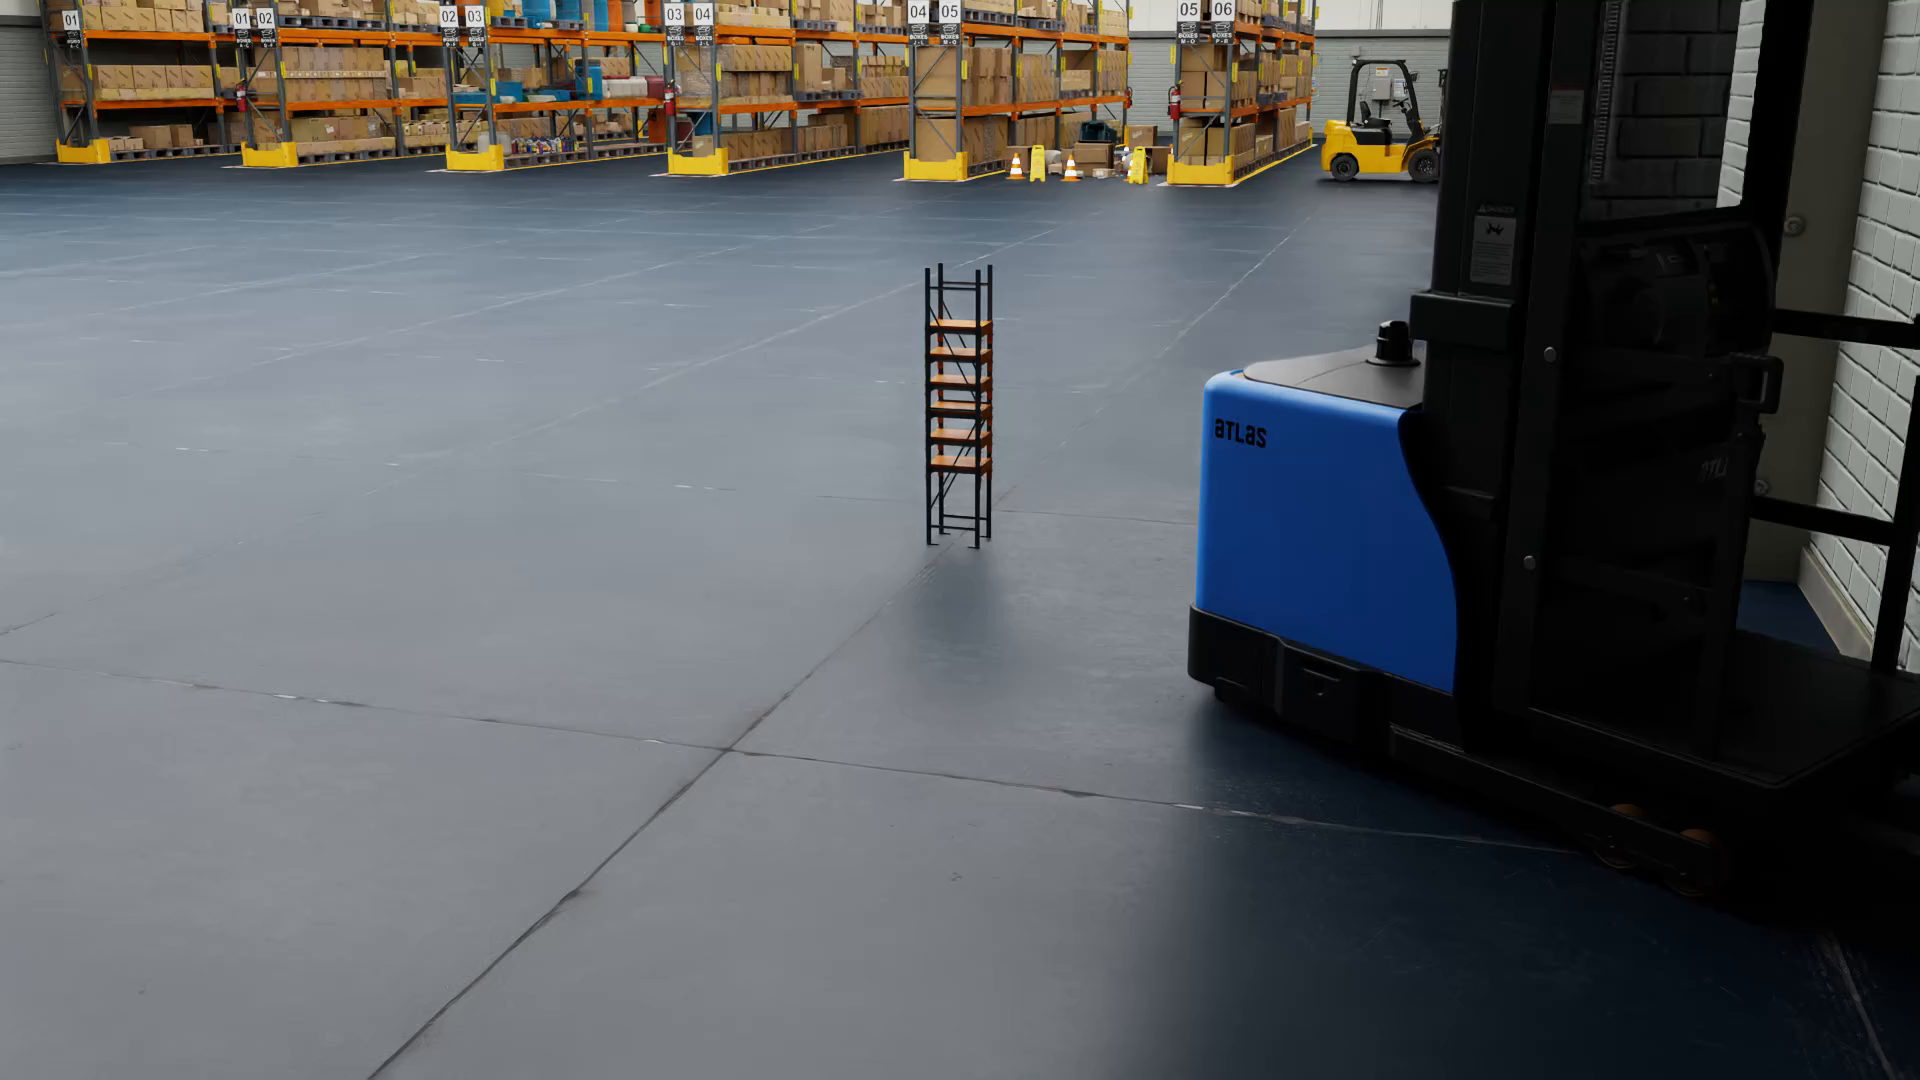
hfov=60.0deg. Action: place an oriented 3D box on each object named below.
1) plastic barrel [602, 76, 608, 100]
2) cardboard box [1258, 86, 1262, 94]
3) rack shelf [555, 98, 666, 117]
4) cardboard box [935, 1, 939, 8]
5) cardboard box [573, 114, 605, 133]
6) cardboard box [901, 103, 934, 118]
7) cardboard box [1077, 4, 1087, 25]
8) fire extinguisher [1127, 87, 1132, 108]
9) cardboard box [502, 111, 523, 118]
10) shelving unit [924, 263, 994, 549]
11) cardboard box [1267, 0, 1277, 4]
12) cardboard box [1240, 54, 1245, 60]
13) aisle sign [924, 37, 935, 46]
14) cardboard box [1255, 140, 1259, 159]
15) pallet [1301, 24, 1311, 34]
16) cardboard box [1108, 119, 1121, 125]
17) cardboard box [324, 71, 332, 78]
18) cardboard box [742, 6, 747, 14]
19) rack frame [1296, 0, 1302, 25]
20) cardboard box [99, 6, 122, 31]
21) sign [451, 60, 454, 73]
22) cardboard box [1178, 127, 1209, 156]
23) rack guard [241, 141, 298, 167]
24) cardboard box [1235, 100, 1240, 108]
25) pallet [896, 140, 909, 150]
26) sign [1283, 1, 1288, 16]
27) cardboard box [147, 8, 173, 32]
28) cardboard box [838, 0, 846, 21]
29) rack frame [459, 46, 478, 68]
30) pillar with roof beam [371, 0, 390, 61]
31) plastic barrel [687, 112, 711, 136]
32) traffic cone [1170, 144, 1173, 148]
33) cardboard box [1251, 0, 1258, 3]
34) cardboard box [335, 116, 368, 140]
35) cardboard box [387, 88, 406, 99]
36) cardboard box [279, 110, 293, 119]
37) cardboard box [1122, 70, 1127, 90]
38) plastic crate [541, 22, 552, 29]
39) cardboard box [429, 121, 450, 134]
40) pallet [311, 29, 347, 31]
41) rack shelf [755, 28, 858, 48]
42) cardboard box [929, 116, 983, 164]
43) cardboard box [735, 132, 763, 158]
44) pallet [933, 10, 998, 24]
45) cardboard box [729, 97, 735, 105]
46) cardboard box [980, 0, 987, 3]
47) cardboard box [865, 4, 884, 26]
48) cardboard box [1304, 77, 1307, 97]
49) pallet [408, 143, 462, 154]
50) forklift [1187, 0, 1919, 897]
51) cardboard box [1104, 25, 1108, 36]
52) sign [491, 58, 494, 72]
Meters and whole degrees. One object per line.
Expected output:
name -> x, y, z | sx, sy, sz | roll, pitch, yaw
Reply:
plastic barrel -> -8.309, -10.379, 38.174 | 0.433, 0.535, 0.433 | 0, 16, 0
cardboard box -> 5.919, -9.129, 33.707 | 0.380, 0.149, 0.250 | 5, 17, 17
rack shelf -> -8.223, -10.257, 39.313 | 1.077, 0.370, 4.000 | 5, 16, 16
cardboard box -> -0.611, -9.990, 31.063 | 0.380, 0.149, 0.250 | 5, 17, 16
cardboard box -> -10.737, -12.061, 48.122 | 0.797, 0.503, 0.637 | 5, 16, 16
cardboard box -> -1.249, -11.371, 45.045 | 0.875, 0.875, 0.875 | 5, 16, 16
cardboard box -> 2.744, -12.980, 41.146 | 0.700, 0.500, 0.500 | 5, 16, 16
fire extinguisher -> 4.608, -12.238, 45.803 | 0.296, 0.674, 0.183 | 5, 16, 16
cardboard box -> -12.063, -11.427, 44.521 | 0.500, 0.250, 0.500 | 4, 16, 15
shelving unit -> -0.004, -0.573, 7.152 | 0.258, 1.200, 0.189 | 5, 16, 16
cardboard box -> 6.141, -10.994, 33.684 | 0.500, 0.250, 0.500 | 4, 16, 15
cardboard box -> 6.492, -10.659, 37.395 | 0.500, 0.500, 0.500 | 4, 16, 14
aisle sign -> -0.900, -14.128, 46.879 | 0.394, 0.787, 0.004 | 5, 16, 16
cardboard box -> 5.605, -8.003, 34.093 | 0.950, 0.372, 0.625 | 5, 17, 17
pallet -> 8.323, -12.952, 42.162 | 1.003, 0.211, 1.213 | 5, 16, 16
cardboard box -> 4.187, -11.383, 45.329 | 0.380, 0.149, 0.250 | 5, 17, 17
cardboard box -> -13.994, -10.202, 36.428 | 0.380, 0.149, 0.250 | 4, 16, 15
cardboard box -> -4.477, -10.604, 33.265 | 0.380, 0.149, 0.250 | 4, 16, 13
rack frame -> 7.732, -13.907, 39.867 | 1.000, 3.000, 0.127 | 5, 16, 16
cardboard box -> -18.905, -11.508, 36.689 | 0.500, 0.500, 0.500 | 6, 17, 20
sign -> -12.926, -12.070, 42.410 | 0.100, 0.325, 0.005 | 5, 16, 16
cardboard box -> 4.300, -7.351, 30.643 | 0.500, 0.500, 0.500 | 5, 17, 16
rack guard -> -14.683, -8.210, 35.357 | 1.175, 0.500, 0.348 | 5, 16, 16
cardboard box -> 4.945, -8.026, 30.589 | 0.380, 0.149, 0.250 | 5, 17, 17
pallet -> -1.916, -10.240, 43.044 | 1.003, 0.211, 1.213 | 5, 16, 16
sign -> 7.115, -11.623, 36.366 | 0.100, 0.325, 0.005 | 5, 16, 16
cardboard box -> -18.474, -11.919, 38.135 | 0.500, 0.500, 0.500 | 4, 16, 14
cardboard box -> -2.937, -12.195, 38.230 | 0.500, 0.500, 0.500 | 5, 16, 16
rack frame -> -14.880, -13.988, 51.148 | 1.000, 3.000, 0.127 | 5, 16, 16
pillar with roof beam -> -12.519, -15.744, 46.345 | 9.100, 9.000, 0.400 | 5, 16, 16
plastic barrel -> -6.890, -11.039, 43.828 | 0.600, 0.901, 0.708 | 5, 16, 16
traffic cone -> 4.469, -8.140, 35.180 | 0.336, 0.463, 0.334 | 5, 16, 16
cardboard box -> 5.470, -10.320, 31.719 | 0.380, 0.149, 0.250 | 5, 17, 18
cardboard box -> -13.753, -9.306, 37.536 | 0.500, 0.500, 0.500 | 5, 16, 16
cardboard box -> -13.441, -10.525, 39.215 | 0.500, 0.250, 0.500 | 6, 17, 19
cardboard box -> -17.530, -10.928, 42.760 | 0.500, 0.250, 0.500 | 5, 17, 17
cardboard box -> 4.213, -12.478, 45.097 | 0.500, 0.500, 0.500 | 5, 17, 17
plastic crate -> -8.860, -10.945, 35.406 | 0.243, 0.136, 0.396 | 5, 16, 16
cardboard box -> -12.747, -10.105, 40.701 | 0.500, 0.311, 0.500 | 5, 17, 17
pallet -> -17.021, -13.420, 43.993 | 1.213, 0.211, 1.003 | 5, 17, 18
rack shelf -> -3.474, -11.316, 37.550 | 1.077, 0.370, 4.000 | 5, 16, 16
cardboard box -> -0.075, -7.831, 32.566 | 0.875, 0.875, 0.875 | 4, 16, 15
cardboard box -> -4.451, -8.275, 34.818 | 0.500, 0.500, 0.500 | 3, 16, 11
pallet -> 0.093, -10.154, 32.296 | 1.003, 0.211, 1.213 | 5, 16, 16
cardboard box -> -4.695, -8.713, 33.011 | 0.380, 0.149, 0.250 | 5, 16, 16
cardboard box -> 0.216, -10.374, 31.686 | 0.500, 0.250, 0.500 | 4, 16, 15
cardboard box -> -2.346, -12.973, 41.115 | 0.797, 0.503, 0.637 | 4, 16, 15
cardboard box -> 8.558, -11.567, 42.429 | 0.500, 0.500, 0.500 | 5, 17, 18
pallet -> -13.023, -9.640, 40.928 | 1.003, 0.211, 1.213 | 5, 16, 16
forklift -> 2.063, -0.668, 4.313 | 1.130, 2.935, 3.031 | -12, 20, -37
cardboard box -> 3.476, -12.981, 42.377 | 0.500, 0.250, 0.500 | 4, 16, 15
sign -> -11.870, -12.026, 42.111 | 0.100, 0.325, 0.005 | 5, 16, 16
